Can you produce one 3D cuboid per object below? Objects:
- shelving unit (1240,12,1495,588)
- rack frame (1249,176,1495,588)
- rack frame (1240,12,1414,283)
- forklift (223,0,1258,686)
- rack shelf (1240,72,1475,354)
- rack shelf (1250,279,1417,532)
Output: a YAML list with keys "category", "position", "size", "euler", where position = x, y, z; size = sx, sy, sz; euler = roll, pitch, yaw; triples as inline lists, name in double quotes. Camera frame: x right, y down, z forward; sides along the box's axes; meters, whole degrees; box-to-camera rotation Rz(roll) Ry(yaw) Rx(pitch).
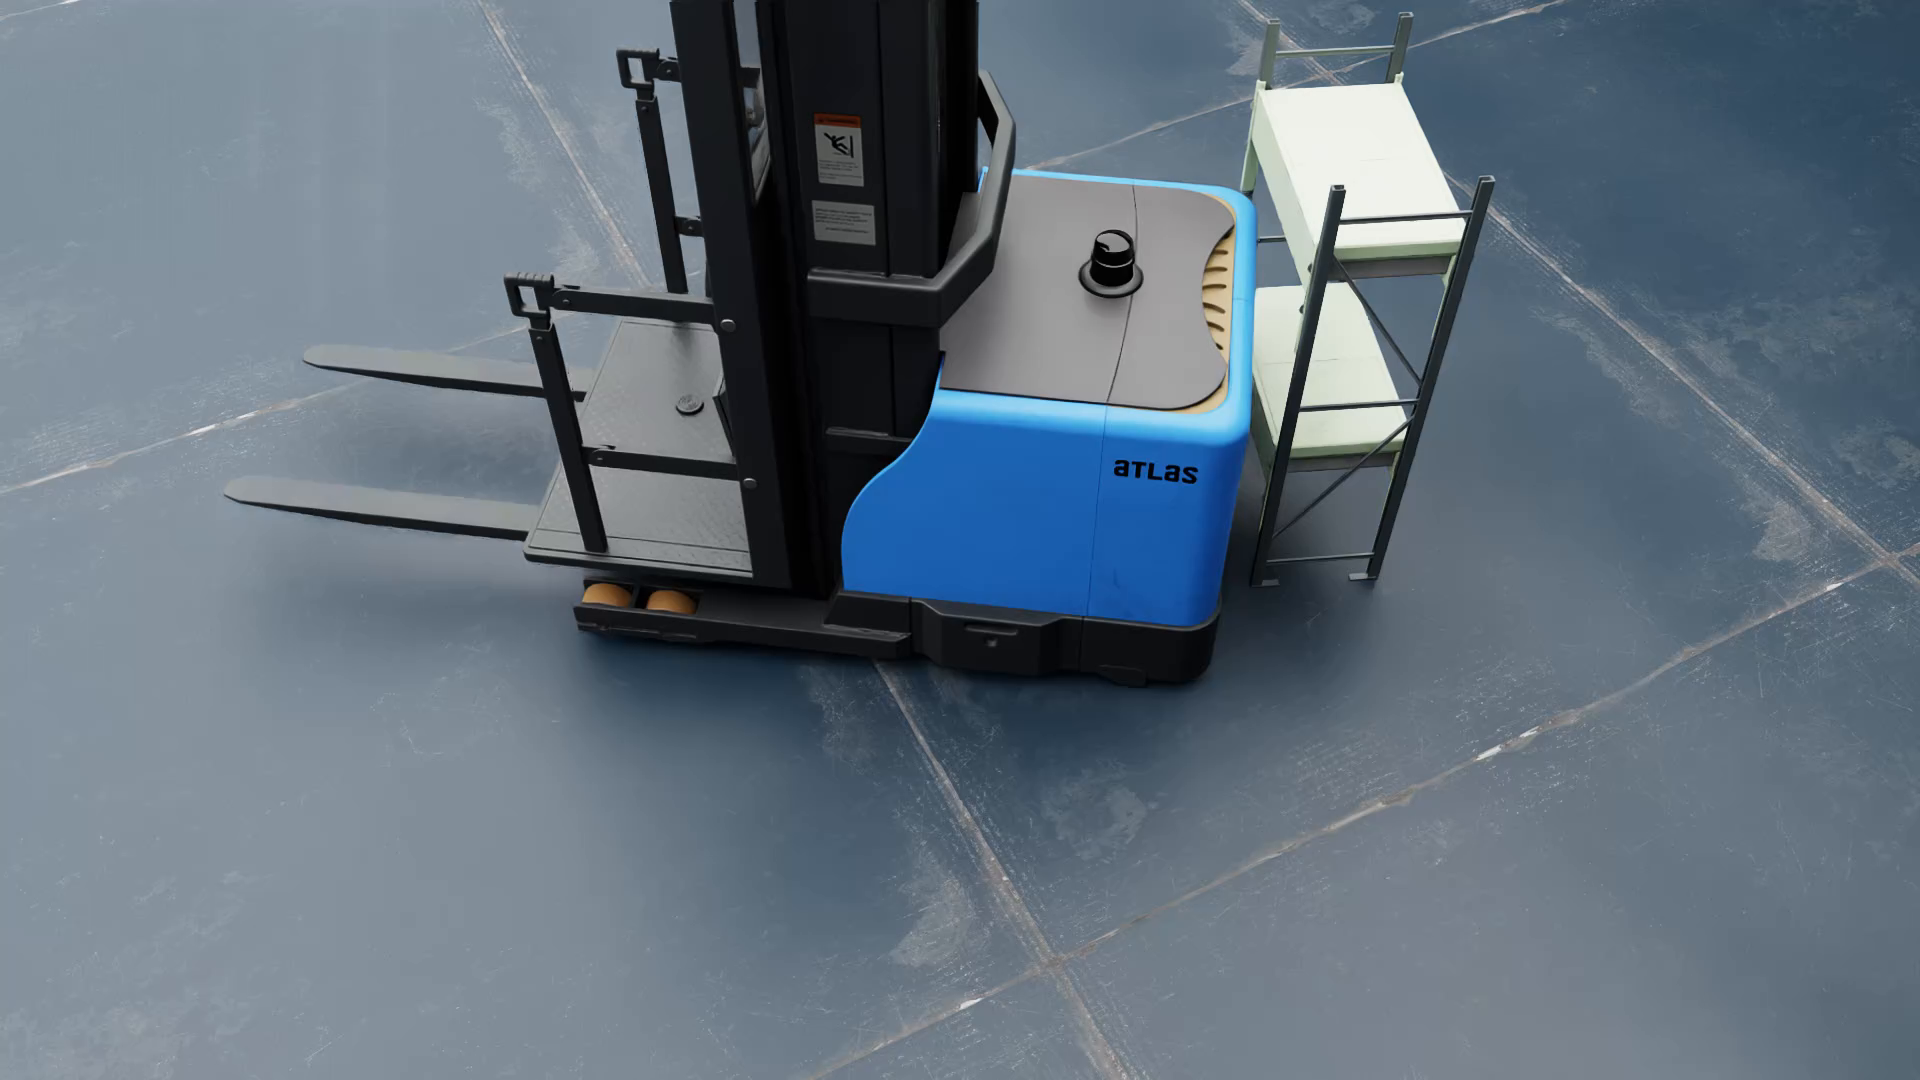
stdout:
- category: "shelving unit"
  position: [1.060, -0.642, 4.815]
  size: [0.431, 1.500, 0.755]
  euler: [-4, 49, -3]
- category: "rack frame"
  position: [1.093, -0.367, 4.575]
  size: [0.400, 1.500, 0.023]
  euler: [-4, 49, -3]
- category: "rack frame"
  position: [1.027, -0.916, 5.055]
  size: [0.400, 1.500, 0.023]
  euler: [-4, 49, -3]
- category: "forklift"
  position: [-0.707, -1.048, 4.219]
  size: [3.031, 2.935, 1.130]
  euler: [6, 49, 5]
- category: "rack shelf"
  position: [1.060, -0.899, 4.521]
  size: [0.431, 0.370, 0.720]
  euler: [-4, 49, -3]
- category: "rack shelf"
  position: [1.060, -0.427, 5.060]
  size: [0.431, 0.370, 0.720]
  euler: [-4, 49, -3]
